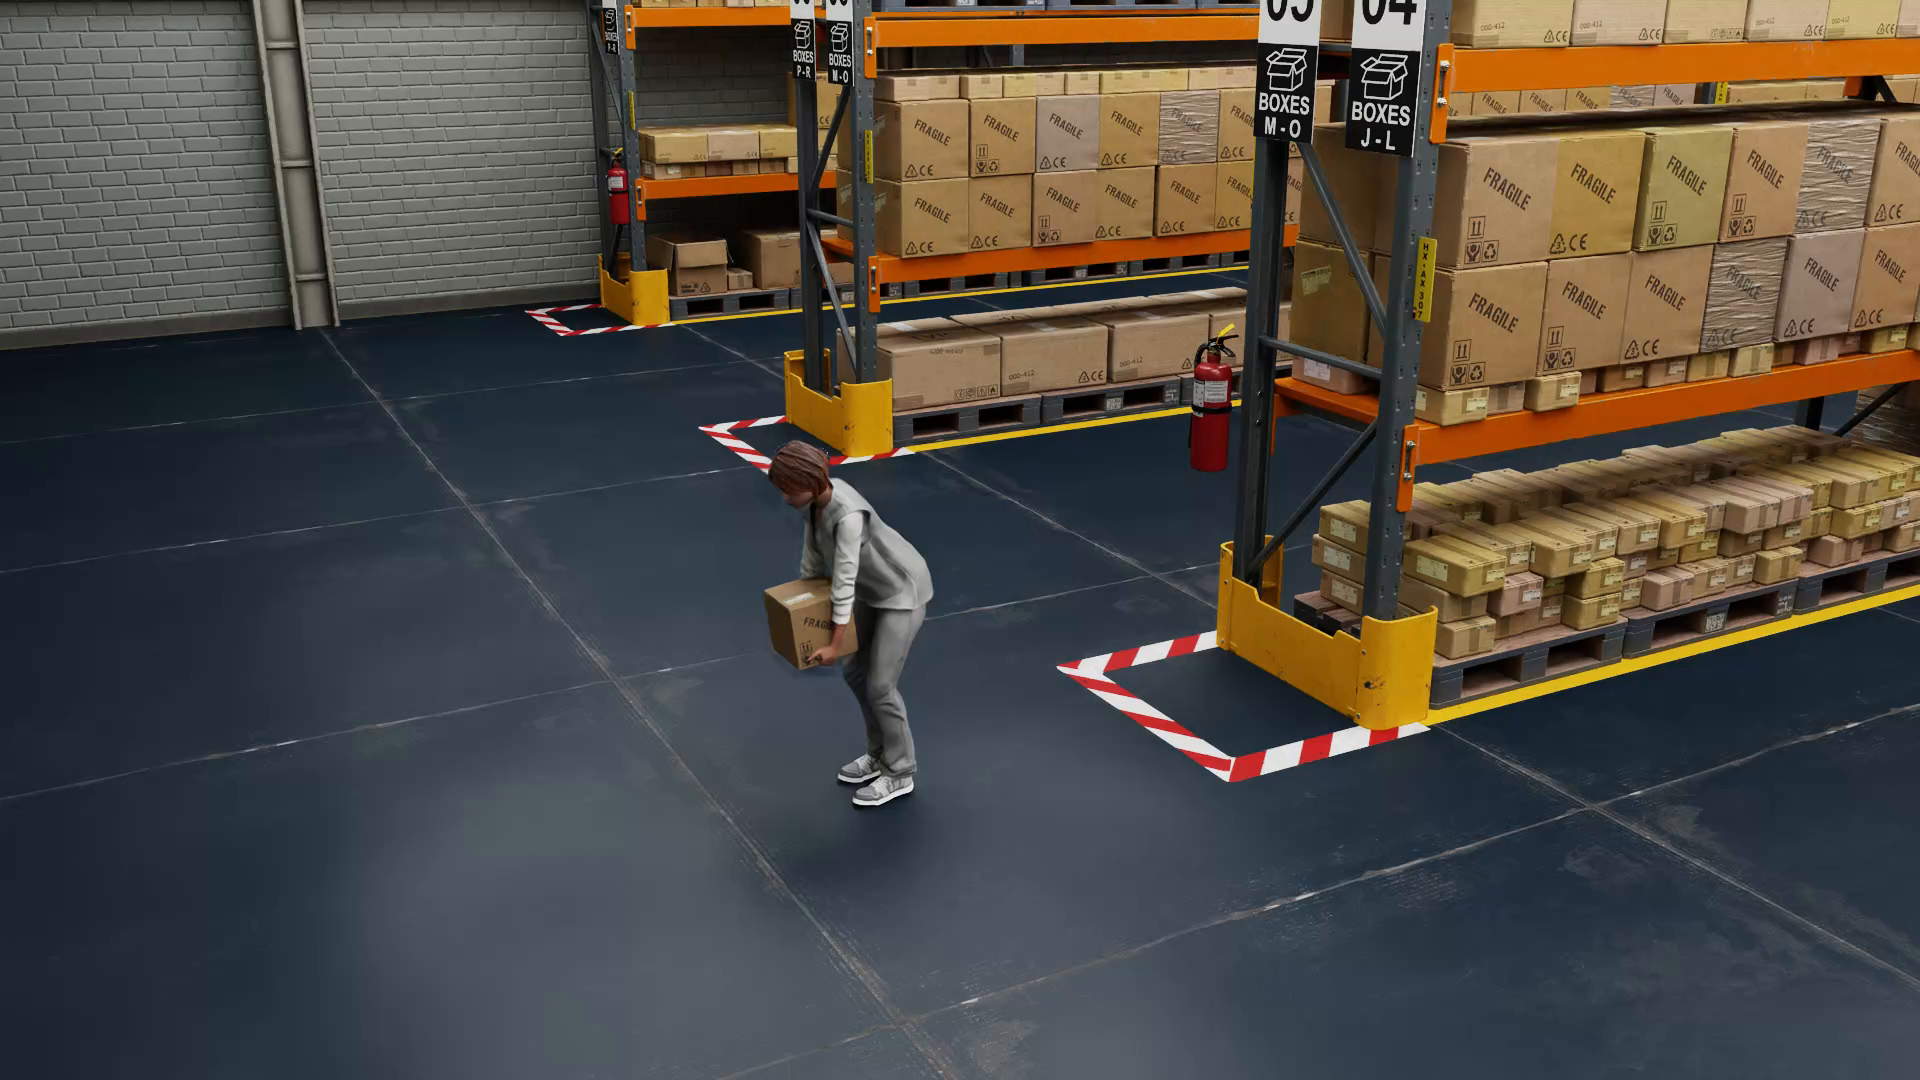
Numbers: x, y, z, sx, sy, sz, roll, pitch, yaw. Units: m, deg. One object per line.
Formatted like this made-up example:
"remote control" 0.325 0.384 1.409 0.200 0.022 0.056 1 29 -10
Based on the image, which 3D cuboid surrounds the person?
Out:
"person" -0.412 0.309 6.370 0.636 1.473 0.376 -10 21 -28
